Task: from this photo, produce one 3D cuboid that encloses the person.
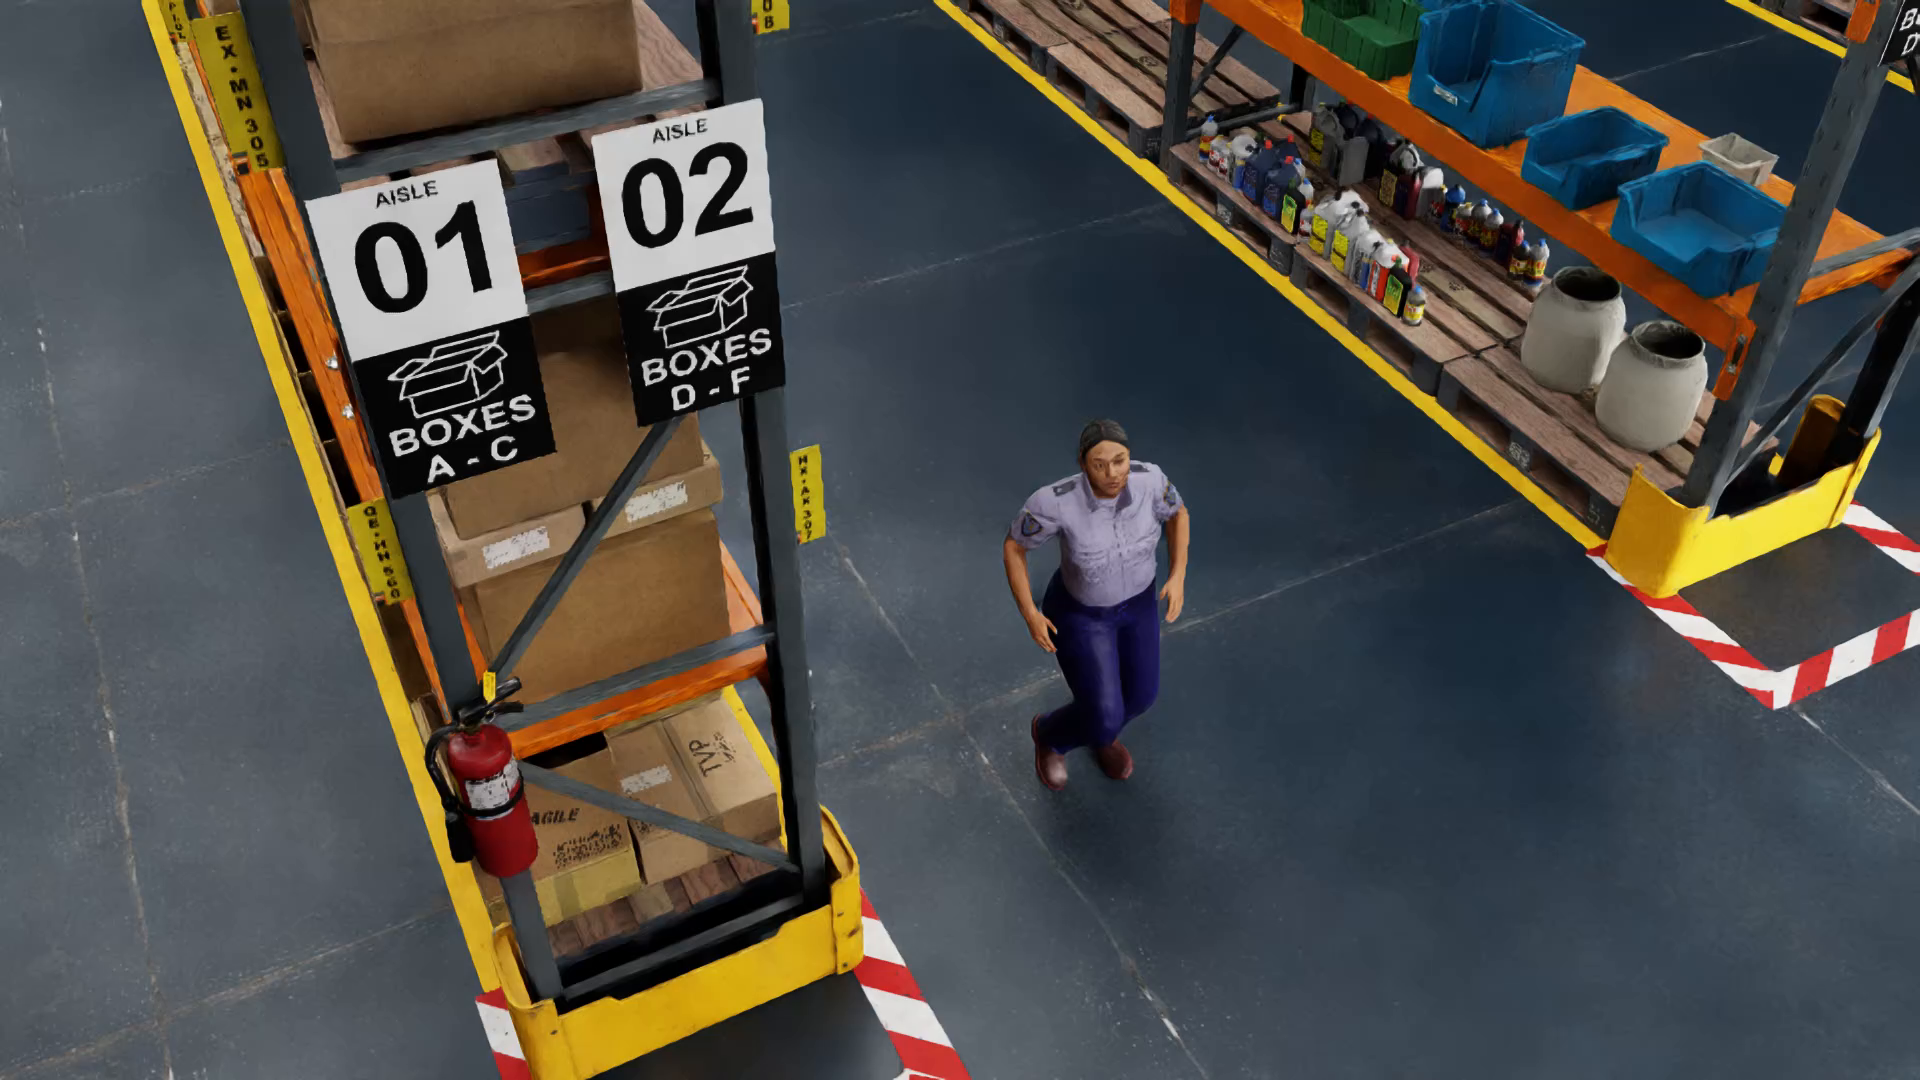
[{"bbox_3d":[0.540,0.266,5.911,0.665,1.597,0.530,-22,46,-23],"label":"person"}]
